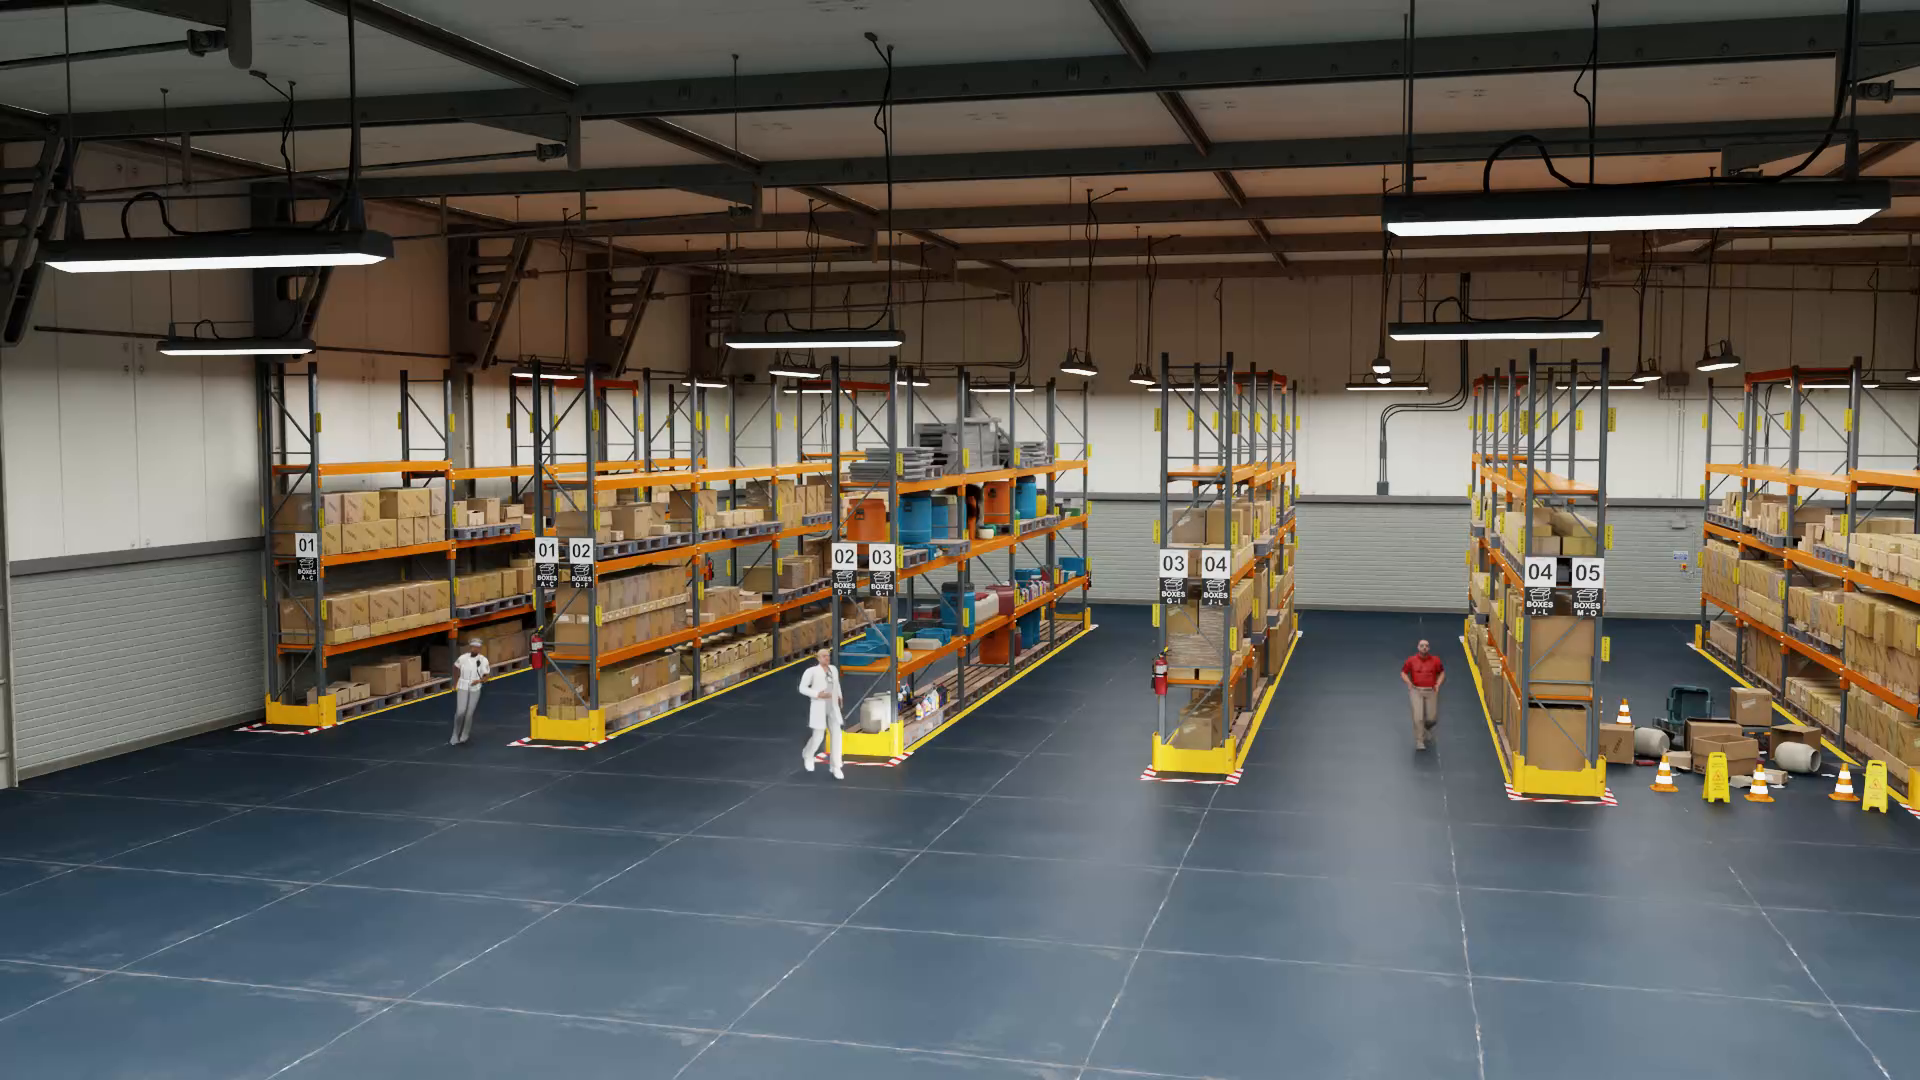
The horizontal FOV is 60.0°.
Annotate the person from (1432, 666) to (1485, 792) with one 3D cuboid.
[{"bbox_3d":[6.852,2.576,22.718,0.654,1.729,0.669,-1,4,-10],"label":"person"}]

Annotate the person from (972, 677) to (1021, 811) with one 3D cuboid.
[{"bbox_3d":[0.464,2.626,21.379,0.721,1.740,0.680,-3,5,-40],"label":"person"}]

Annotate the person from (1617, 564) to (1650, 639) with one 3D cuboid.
[{"bbox_3d":[15.585,1.431,38.452,0.722,1.753,0.717,2,4,20],"label":"person"}]

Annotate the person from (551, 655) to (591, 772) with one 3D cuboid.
[{"bbox_3d":[-5.640,2.487,24.050,0.565,1.676,0.598,4,5,42],"label":"person"}]

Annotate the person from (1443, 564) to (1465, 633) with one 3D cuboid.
[{"bbox_3d":[11.756,1.386,39.423,0.616,1.687,0.731,0,4,2],"label":"person"}]
